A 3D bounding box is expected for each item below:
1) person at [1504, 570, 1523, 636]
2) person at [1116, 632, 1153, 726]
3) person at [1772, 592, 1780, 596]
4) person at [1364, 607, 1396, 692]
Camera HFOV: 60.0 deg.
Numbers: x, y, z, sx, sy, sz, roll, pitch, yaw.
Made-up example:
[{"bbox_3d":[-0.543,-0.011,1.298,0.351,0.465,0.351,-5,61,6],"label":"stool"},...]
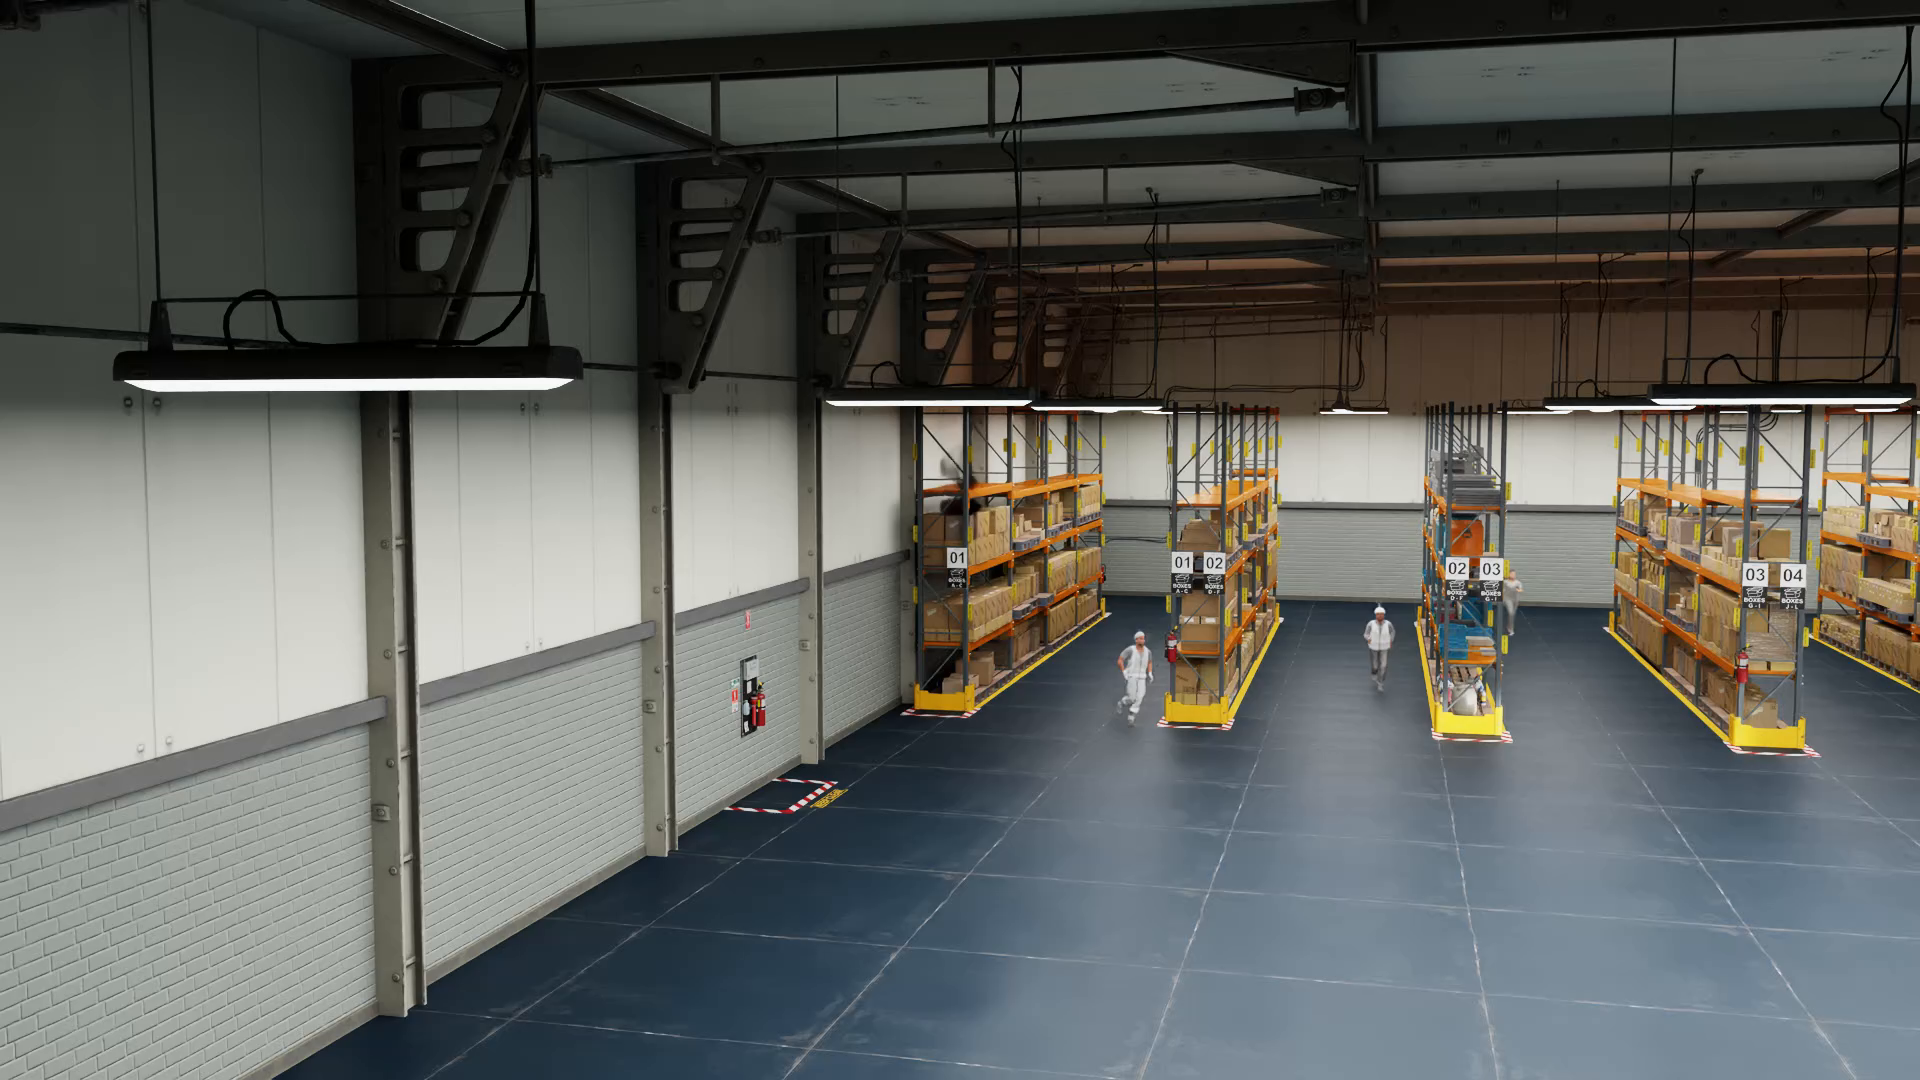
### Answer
[{"bbox_3d":[14.554,1.690,43.933,0.541,1.616,0.796,0,4,-4],"label":"person"},{"bbox_3d":[3.317,2.572,31.048,0.704,1.714,0.664,-2,4,-20],"label":"person"},{"bbox_3d":[21.161,1.693,43.133,0.704,1.713,0.563,2,5,29],"label":"person"},{"bbox_3d":[8.821,2.268,34.961,0.651,1.754,0.876,1,4,11],"label":"person"}]
